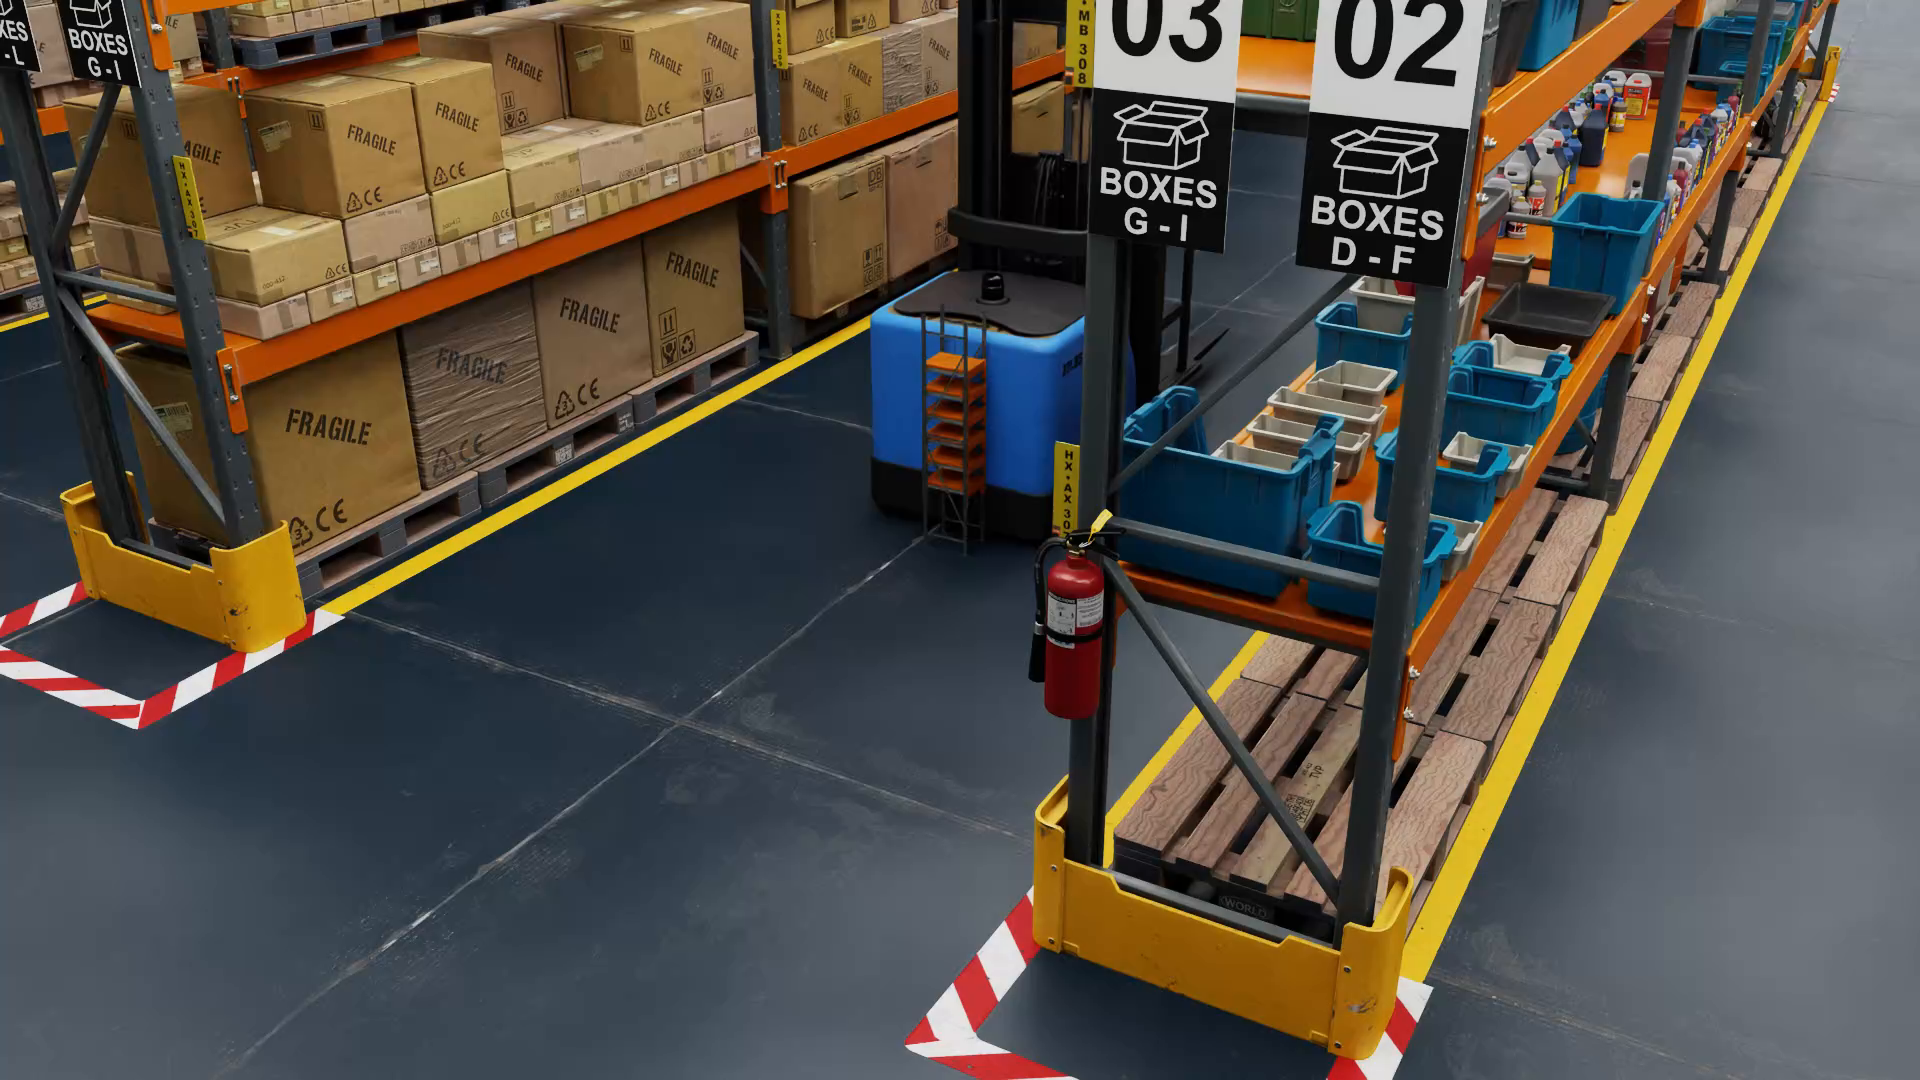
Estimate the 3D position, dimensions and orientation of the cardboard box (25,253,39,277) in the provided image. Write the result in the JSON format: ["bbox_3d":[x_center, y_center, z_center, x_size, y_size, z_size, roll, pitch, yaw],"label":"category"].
[{"bbox_3d":[-6.392,-1.926,11.461,0.380,0.149,0.250,15,30,27],"label":"cardboard box"}]

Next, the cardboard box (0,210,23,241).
[{"bbox_3d":[-6.543,-2.116,11.178,0.380,0.149,0.250,14,30,26],"label":"cardboard box"}]

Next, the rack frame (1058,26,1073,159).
[{"bbox_3d":[0.437,-4.158,13.205,1.000,3.000,0.127,14,30,26],"label":"rack frame"}]

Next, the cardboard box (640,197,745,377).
[{"bbox_3d":[-1.925,-1.597,9.994,0.875,0.875,0.875,14,30,26],"label":"cardboard box"}]

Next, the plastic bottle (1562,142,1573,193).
[{"bbox_3d":[3.305,-2.047,9.131,0.097,0.271,0.097,0,27,0],"label":"plastic bottle"}]

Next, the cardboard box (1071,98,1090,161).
[{"bbox_3d":[0.749,-3.502,14.197,0.700,0.500,0.500,13,29,23],"label":"cardboard box"}]

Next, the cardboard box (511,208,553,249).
[{"bbox_3d":[-2.281,-1.593,8.362,0.380,0.149,0.250,13,30,25],"label":"cardboard box"}]

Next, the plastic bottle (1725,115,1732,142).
[{"bbox_3d":[4.687,-2.558,10.231,0.097,0.201,0.097,0,27,0],"label":"plastic bottle"}]

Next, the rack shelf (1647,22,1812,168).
[{"bbox_3d":[5.733,-3.525,12.744,1.077,0.370,4.000,14,30,26],"label":"rack shelf"}]

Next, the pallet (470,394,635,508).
[{"bbox_3d":[-2.572,-0.596,9.204,1.003,0.211,1.213,14,30,26],"label":"pallet"}]

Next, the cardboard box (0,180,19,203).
[{"bbox_3d":[-6.723,-2.429,11.803,0.380,0.149,0.250,15,30,27],"label":"cardboard box"}]

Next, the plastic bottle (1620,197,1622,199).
[{"bbox_3d":[3.403,-1.679,8.475,0.097,0.201,0.097,0,27,0],"label":"plastic bottle"}]

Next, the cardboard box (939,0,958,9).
[{"bbox_3d":[-0.260,-4.116,11.890,0.797,0.503,0.637,15,30,27],"label":"cardboard box"}]

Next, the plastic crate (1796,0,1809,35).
[{"bbox_3d":[6.745,-4.399,13.615,0.402,0.464,0.583,14,30,26],"label":"plastic crate"}]

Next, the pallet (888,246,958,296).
[{"bbox_3d":[-0.618,-2.147,12.303,1.003,0.211,1.213,14,30,26],"label":"pallet"}]

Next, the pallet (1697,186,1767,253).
[{"bbox_3d":[5.765,-2.587,13.183,1.003,0.211,1.213,14,30,26],"label":"pallet"}]

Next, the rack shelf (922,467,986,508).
[{"bbox_3d":[-0.028,-0.258,8.061,0.258,0.103,0.180,13,30,25],"label":"rack shelf"}]

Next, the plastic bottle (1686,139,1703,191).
[{"bbox_3d":[4.039,-2.076,9.189,0.097,0.271,0.097,0,27,0],"label":"plastic bottle"}]

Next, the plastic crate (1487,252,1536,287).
[{"bbox_3d":[2.428,-1.267,7.658,0.396,0.136,0.243,14,30,26],"label":"plastic crate"}]

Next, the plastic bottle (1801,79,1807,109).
[{"bbox_3d":[8.121,-4.305,16.043,0.061,0.283,0.133,15,30,27],"label":"plastic bottle"}]

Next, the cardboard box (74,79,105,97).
[{"bbox_3d":[-6.138,-3.155,11.482,0.380,0.149,0.250,13,30,25],"label":"cardboard box"}]

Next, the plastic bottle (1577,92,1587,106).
[{"bbox_3d":[3.808,-2.605,10.234,0.061,0.283,0.133,14,30,26],"label":"plastic bottle"}]

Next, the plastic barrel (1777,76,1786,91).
[{"bbox_3d":[8.181,-4.792,16.781,0.421,0.512,0.421,0,27,0],"label":"plastic barrel"}]

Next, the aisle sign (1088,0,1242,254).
[{"bbox_3d":[0.523,-1.148,4.289,0.394,0.787,0.004,14,30,26],"label":"aisle sign"}]

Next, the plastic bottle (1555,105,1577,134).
[{"bbox_3d":[3.490,-2.346,9.640,0.144,0.351,0.185,14,30,26],"label":"plastic bottle"}]

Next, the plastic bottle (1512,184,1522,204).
[{"bbox_3d":[2.845,-1.734,8.585,0.097,0.201,0.097,0,27,0],"label":"plastic bottle"}]

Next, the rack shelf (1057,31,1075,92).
[{"bbox_3d":[1.421,-4.616,14.923,1.077,0.370,4.000,14,30,26],"label":"rack shelf"}]

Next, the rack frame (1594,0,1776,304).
[{"bbox_3d":[4.749,-3.067,11.026,1.000,3.000,0.127,14,30,26],"label":"rack frame"}]

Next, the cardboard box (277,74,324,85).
[{"bbox_3d":[-5.389,-3.679,13.735,0.500,0.250,0.500,16,31,28],"label":"cardboard box"}]

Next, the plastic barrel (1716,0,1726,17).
[{"bbox_3d":[5.694,-4.076,12.891,0.433,0.535,0.433,0,27,0],"label":"plastic barrel"}]

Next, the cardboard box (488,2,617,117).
[{"bbox_3d":[-2.238,-2.680,9.250,0.500,0.500,0.500,14,30,26],"label":"cardboard box"}]

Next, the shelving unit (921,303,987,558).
[{"bbox_3d":[-0.028,-0.513,7.933,0.258,1.200,0.189,13,30,25],"label":"shelving unit"}]

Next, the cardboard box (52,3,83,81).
[{"bbox_3d":[-6.048,-3.456,11.358,0.500,0.500,0.500,13,30,25],"label":"cardboard box"}]

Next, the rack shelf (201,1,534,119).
[{"bbox_3d":[-4.816,-4.188,14.070,1.077,0.370,4.000,14,30,26],"label":"rack shelf"}]

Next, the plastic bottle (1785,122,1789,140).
[{"bbox_3d":[7.355,-3.678,14.882,0.097,0.201,0.097,0,27,0],"label":"plastic bottle"}]

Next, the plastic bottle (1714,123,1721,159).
[{"bbox_3d":[4.448,-2.368,9.852,0.097,0.201,0.097,0,27,0],"label":"plastic bottle"}]

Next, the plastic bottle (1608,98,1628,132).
[{"bbox_3d":[4.145,-2.680,10.476,0.097,0.201,0.097,0,27,0],"label":"plastic bottle"}]

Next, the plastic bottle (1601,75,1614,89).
[{"bbox_3d":[4.174,-2.873,10.782,0.097,0.271,0.097,0,27,0],"label":"plastic bottle"}]

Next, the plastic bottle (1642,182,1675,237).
[{"bbox_3d":[3.521,-1.692,8.418,0.152,0.276,0.135,14,30,26],"label":"plastic bottle"}]

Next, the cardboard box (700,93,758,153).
[{"bbox_3d":[-1.520,-2.435,9.599,0.500,0.250,0.500,14,30,25],"label":"cardboard box"}]

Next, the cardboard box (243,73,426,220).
[{"bbox_3d":[-2.782,-1.764,7.420,0.500,0.500,0.500,13,30,25],"label":"cardboard box"}]

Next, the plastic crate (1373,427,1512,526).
[{"bbox_3d":[1.545,-0.182,5.382,0.416,0.233,0.300,14,30,26],"label":"plastic crate"}]

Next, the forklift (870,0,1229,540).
[{"bbox_3d":[0.685,-1.934,8.840,1.130,2.935,3.031,13,30,25],"label":"forklift"}]

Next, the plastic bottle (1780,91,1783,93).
[{"bbox_3d":[7.829,-4.192,15.908,0.097,0.201,0.097,0,27,0],"label":"plastic bottle"}]

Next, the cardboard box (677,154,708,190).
[{"bbox_3d":[-1.649,-2.095,9.365,0.380,0.149,0.250,14,30,25],"label":"cardboard box"}]

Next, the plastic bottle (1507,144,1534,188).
[{"bbox_3d":[2.949,-1.917,8.783,0.144,0.351,0.185,14,30,26],"label":"plastic bottle"}]

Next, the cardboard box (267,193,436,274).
[{"bbox_3d":[-2.778,-1.438,7.606,0.500,0.250,0.500,14,30,25],"label":"cardboard box"}]

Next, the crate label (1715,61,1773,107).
[{"bbox_3d":[5.283,-3.074,11.227,0.303,0.233,0.416,14,30,26],"label":"crate label"}]

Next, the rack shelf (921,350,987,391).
[{"bbox_3d":[-0.028,-0.795,7.792,0.258,0.103,0.180,13,30,25],"label":"rack shelf"}]

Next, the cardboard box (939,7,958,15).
[{"bbox_3d":[-0.093,-3.560,11.898,0.500,0.500,0.500,13,29,24],"label":"cardboard box"}]

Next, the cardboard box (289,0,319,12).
[{"bbox_3d":[-5.080,-4.093,12.554,0.380,0.149,0.250,14,30,25],"label":"cardboard box"}]

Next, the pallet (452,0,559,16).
[{"bbox_3d":[-4.090,-4.903,14.907,1.213,0.211,1.003,14,30,26],"label":"pallet"}]

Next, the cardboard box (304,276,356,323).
[{"bbox_3d":[-2.912,-1.094,7.365,0.380,0.149,0.250,14,30,25],"label":"cardboard box"}]

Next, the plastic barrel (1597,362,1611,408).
[{"bbox_3d":[3.412,-1.242,9.255,0.600,0.901,0.708,14,30,26],"label":"plastic barrel"}]

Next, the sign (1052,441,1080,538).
[{"bbox_3d":[0.327,-0.137,4.991,0.100,0.325,0.005,14,30,26],"label":"sign"}]

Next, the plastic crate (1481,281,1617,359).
[{"bbox_3d":[2.464,-0.917,6.971,0.437,0.125,0.590,14,30,26],"label":"plastic crate"}]

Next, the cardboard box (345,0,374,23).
[{"bbox_3d":[-4.823,-4.162,13.025,0.380,0.149,0.250,15,30,27],"label":"cardboard box"}]

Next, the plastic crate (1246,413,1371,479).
[{"bbox_3d":[1.212,-0.326,5.777,0.396,0.136,0.243,14,30,26],"label":"plastic crate"}]
